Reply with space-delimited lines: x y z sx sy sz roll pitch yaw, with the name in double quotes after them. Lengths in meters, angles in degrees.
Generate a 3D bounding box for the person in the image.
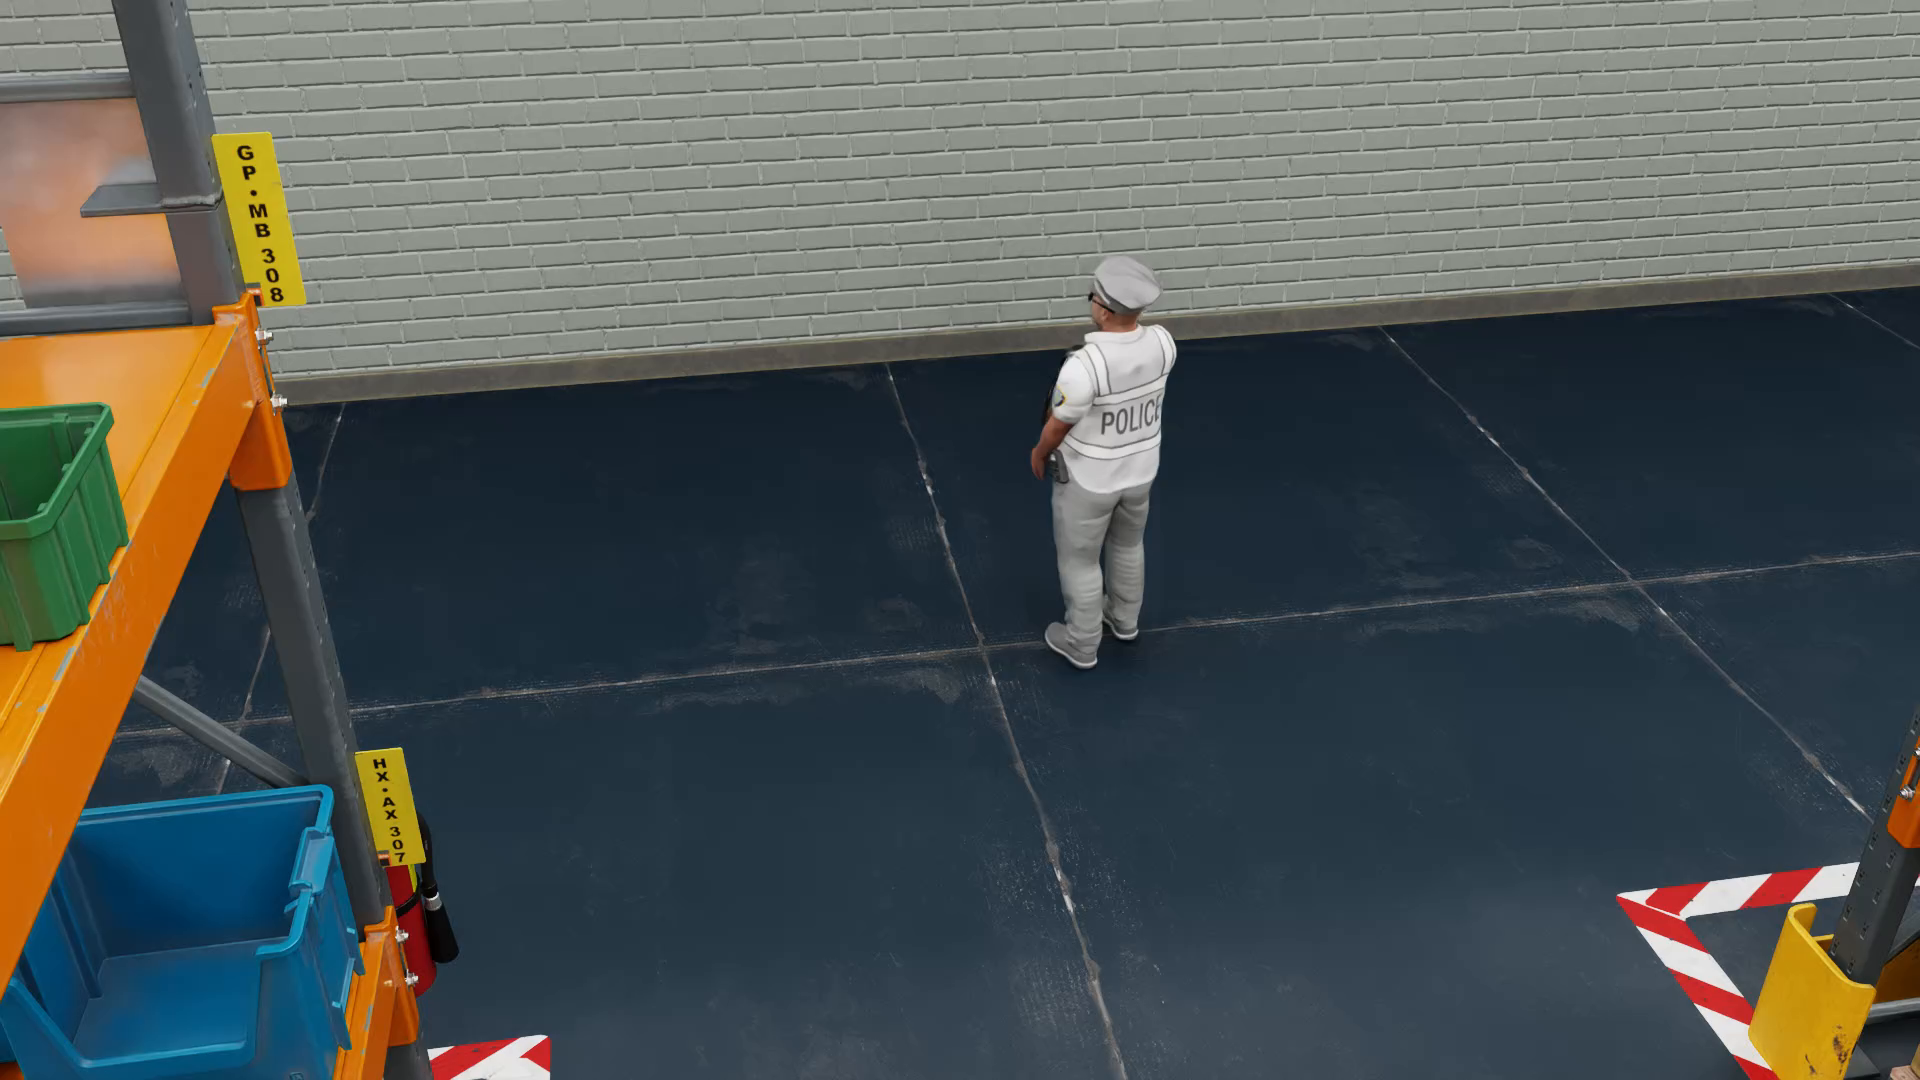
0.563 -0.311 6.612 0.591 1.782 0.508 -19 36 -29 "person"
